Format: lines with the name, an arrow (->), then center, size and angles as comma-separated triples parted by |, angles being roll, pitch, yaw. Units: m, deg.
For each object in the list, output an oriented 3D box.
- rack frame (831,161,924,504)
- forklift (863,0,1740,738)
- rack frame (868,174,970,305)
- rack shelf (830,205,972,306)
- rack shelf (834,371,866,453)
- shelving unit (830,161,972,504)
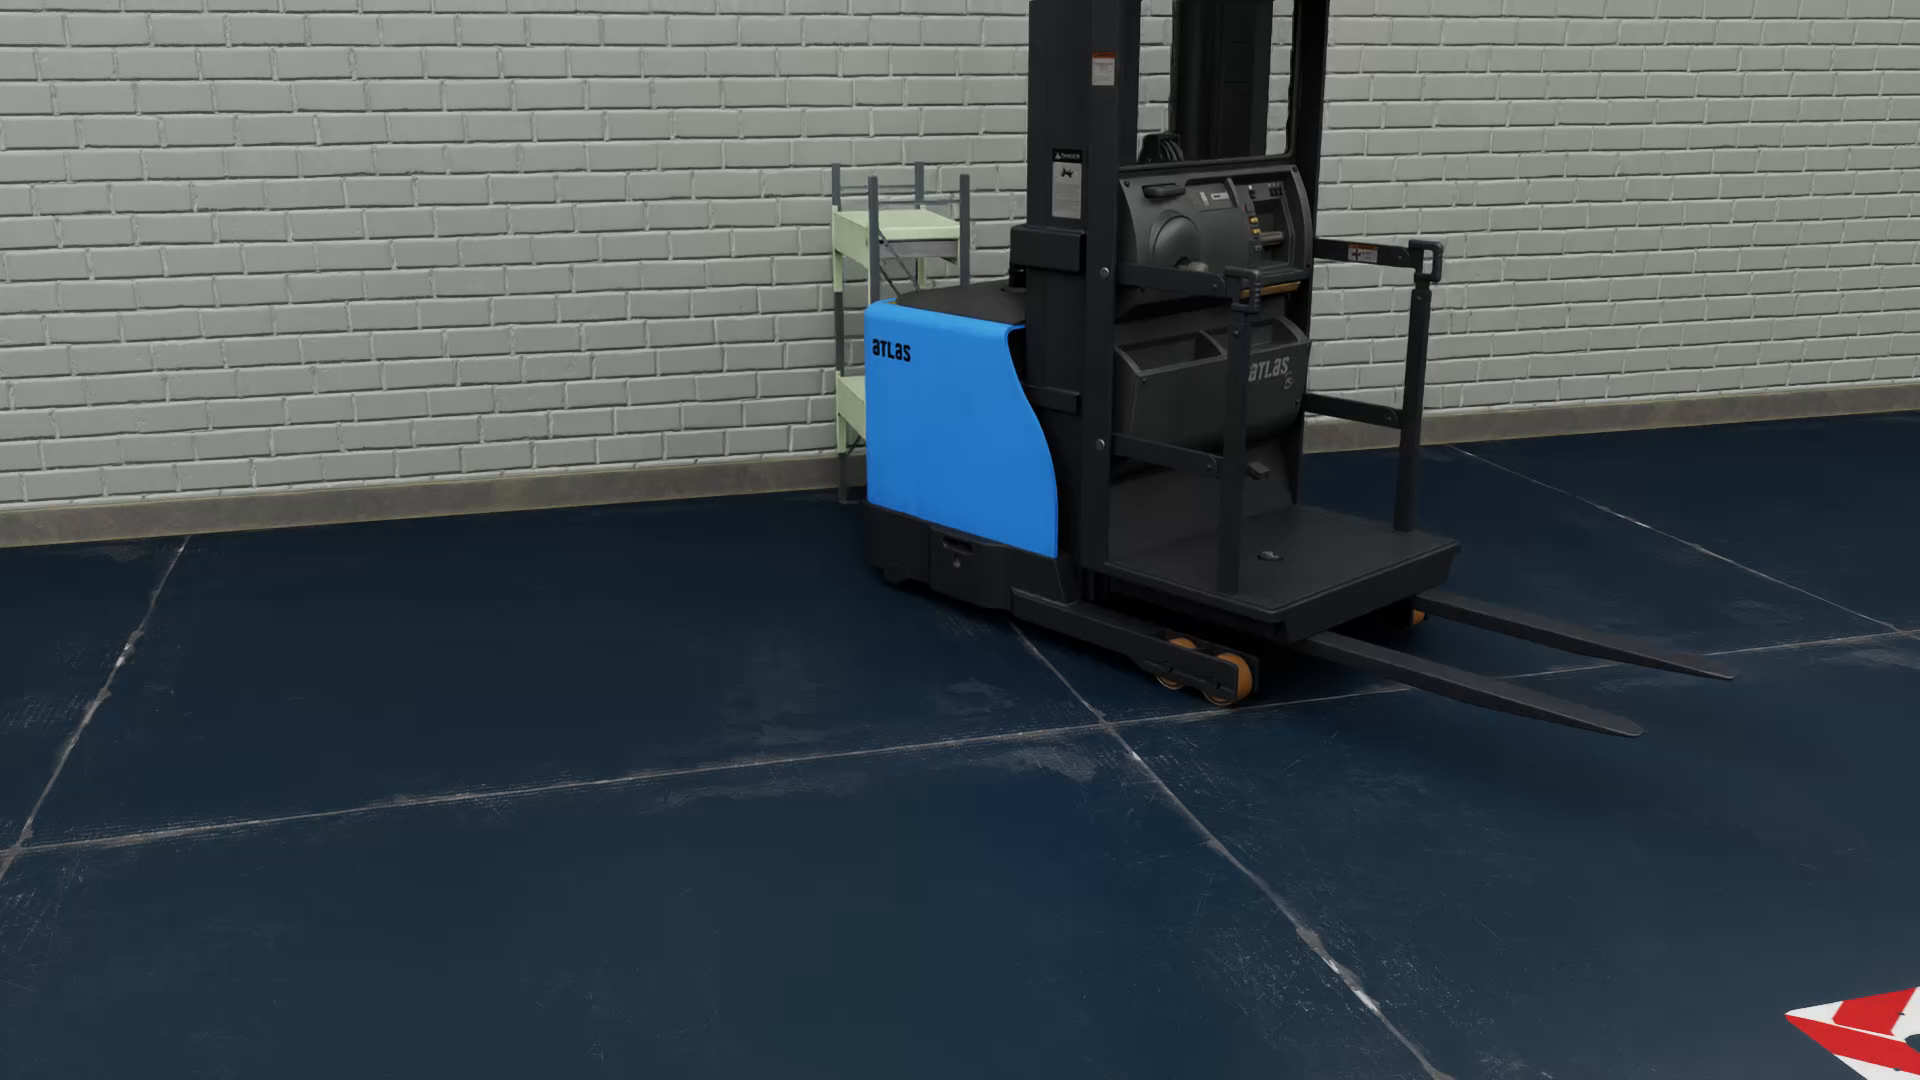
rack frame -> -0.352, -0.898, 7.334 | 0.400, 1.500, 0.023 | -5, 17, -15
forklift -> 1.004, -1.048, 5.347 | 1.130, 2.935, 3.031 | -15, 22, -41
rack frame -> -0.158, -0.695, 6.658 | 0.400, 1.500, 0.023 | -5, 17, -15
rack shelf -> -0.255, -1.170, 6.884 | 0.431, 0.370, 0.720 | -5, 17, -15
rack shelf -> -0.255, -0.484, 7.090 | 0.431, 0.370, 0.720 | -5, 17, -15
shelving unit -> -0.255, -0.796, 6.996 | 0.431, 1.500, 0.755 | -5, 17, -15
